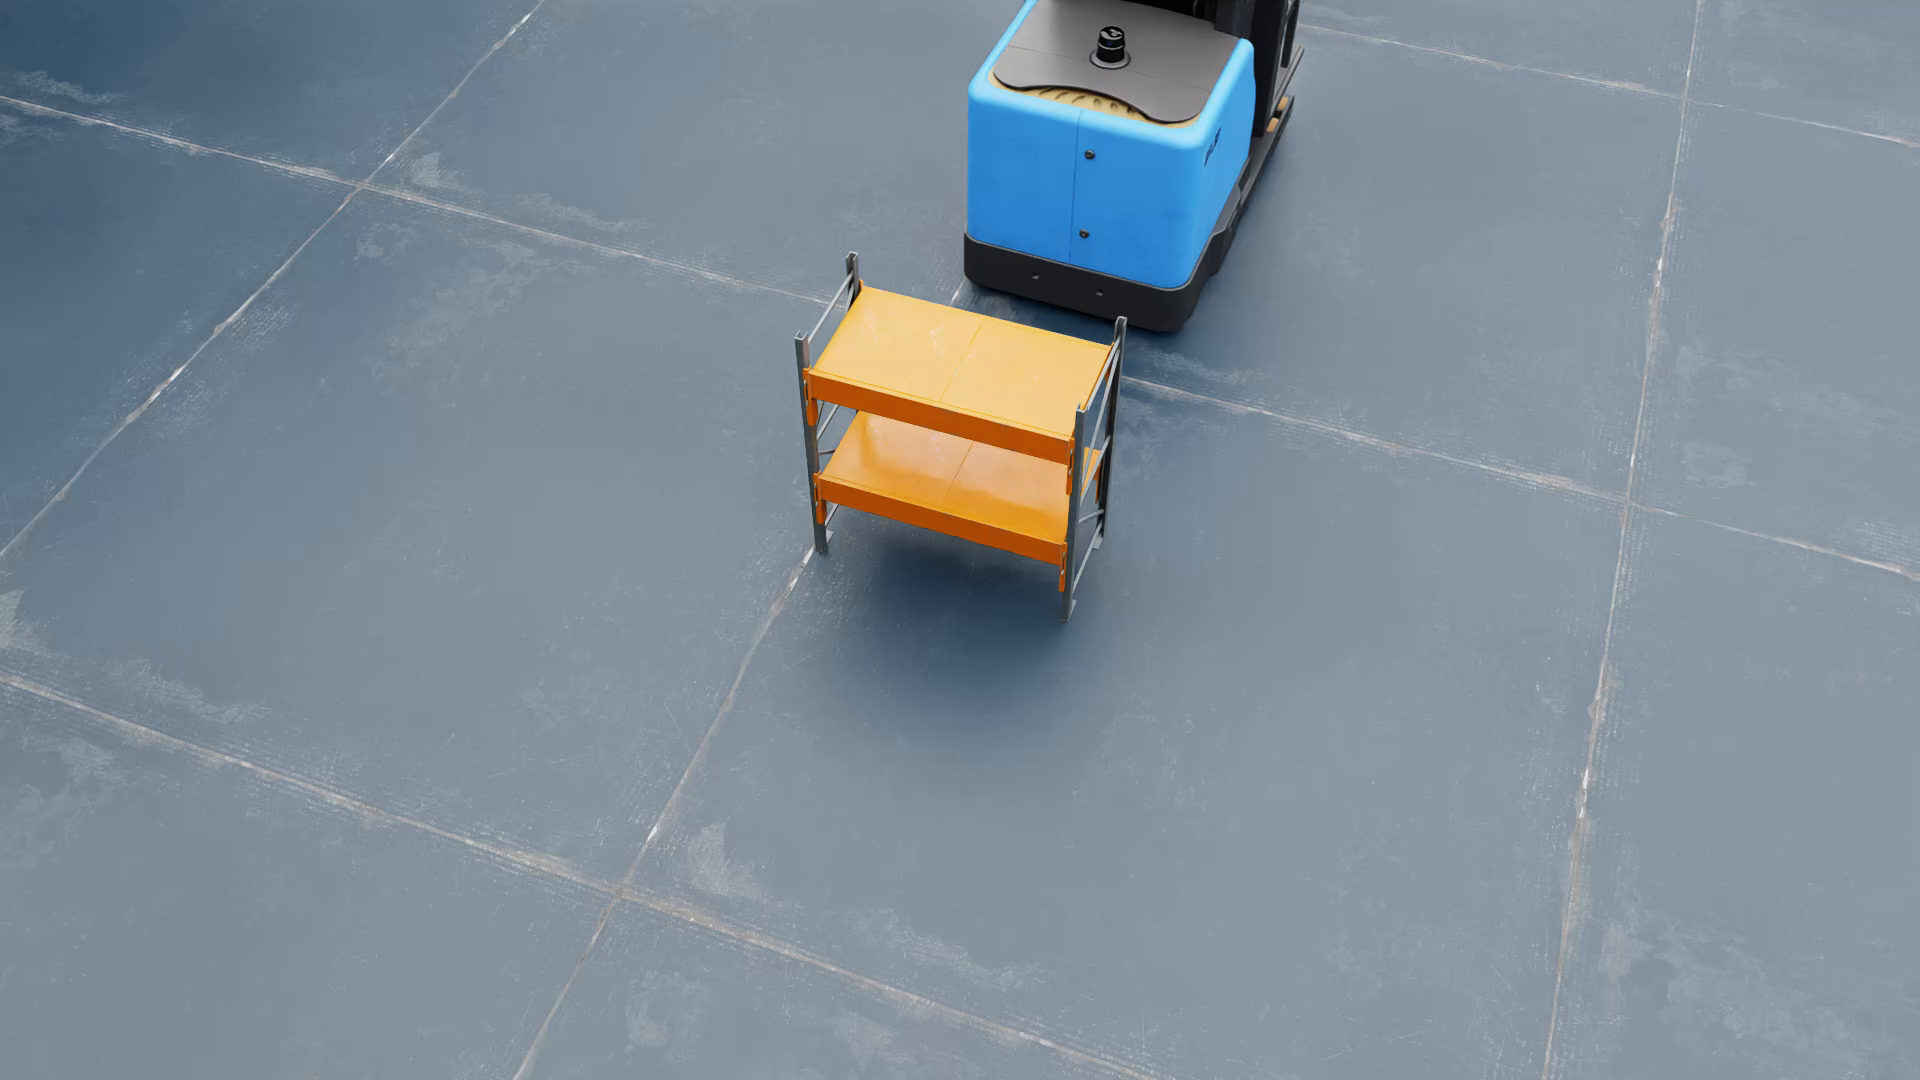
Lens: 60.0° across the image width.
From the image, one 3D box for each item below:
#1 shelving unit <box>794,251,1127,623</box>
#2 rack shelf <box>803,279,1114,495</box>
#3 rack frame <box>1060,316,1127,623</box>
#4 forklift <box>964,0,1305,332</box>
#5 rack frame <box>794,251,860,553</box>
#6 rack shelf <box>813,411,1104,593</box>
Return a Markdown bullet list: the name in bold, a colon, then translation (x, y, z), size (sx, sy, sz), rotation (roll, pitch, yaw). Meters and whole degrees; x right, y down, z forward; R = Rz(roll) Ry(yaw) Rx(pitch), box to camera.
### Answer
- **shelving unit**: translation (0.006, -0.367, 6.190), size (1.048, 1.125, 0.538), rotation (16, 51, 13)
- **rack shelf**: translation (0.006, -0.558, 5.969), size (1.000, 0.278, 0.538), rotation (16, 51, 13)
- **rack frame**: translation (0.483, -0.234, 6.075), size (0.032, 1.125, 0.500), rotation (16, 51, 13)
- **forklift**: translation (1.039, -3.011, 7.286), size (1.130, 2.935, 3.031), rotation (17, 51, 14)
- **rack frame**: translation (-0.471, -0.500, 6.305), size (0.032, 1.125, 0.500), rotation (16, 51, 13)
- **rack shelf**: translation (0.006, -0.206, 6.375), size (1.000, 0.278, 0.538), rotation (16, 51, 13)
